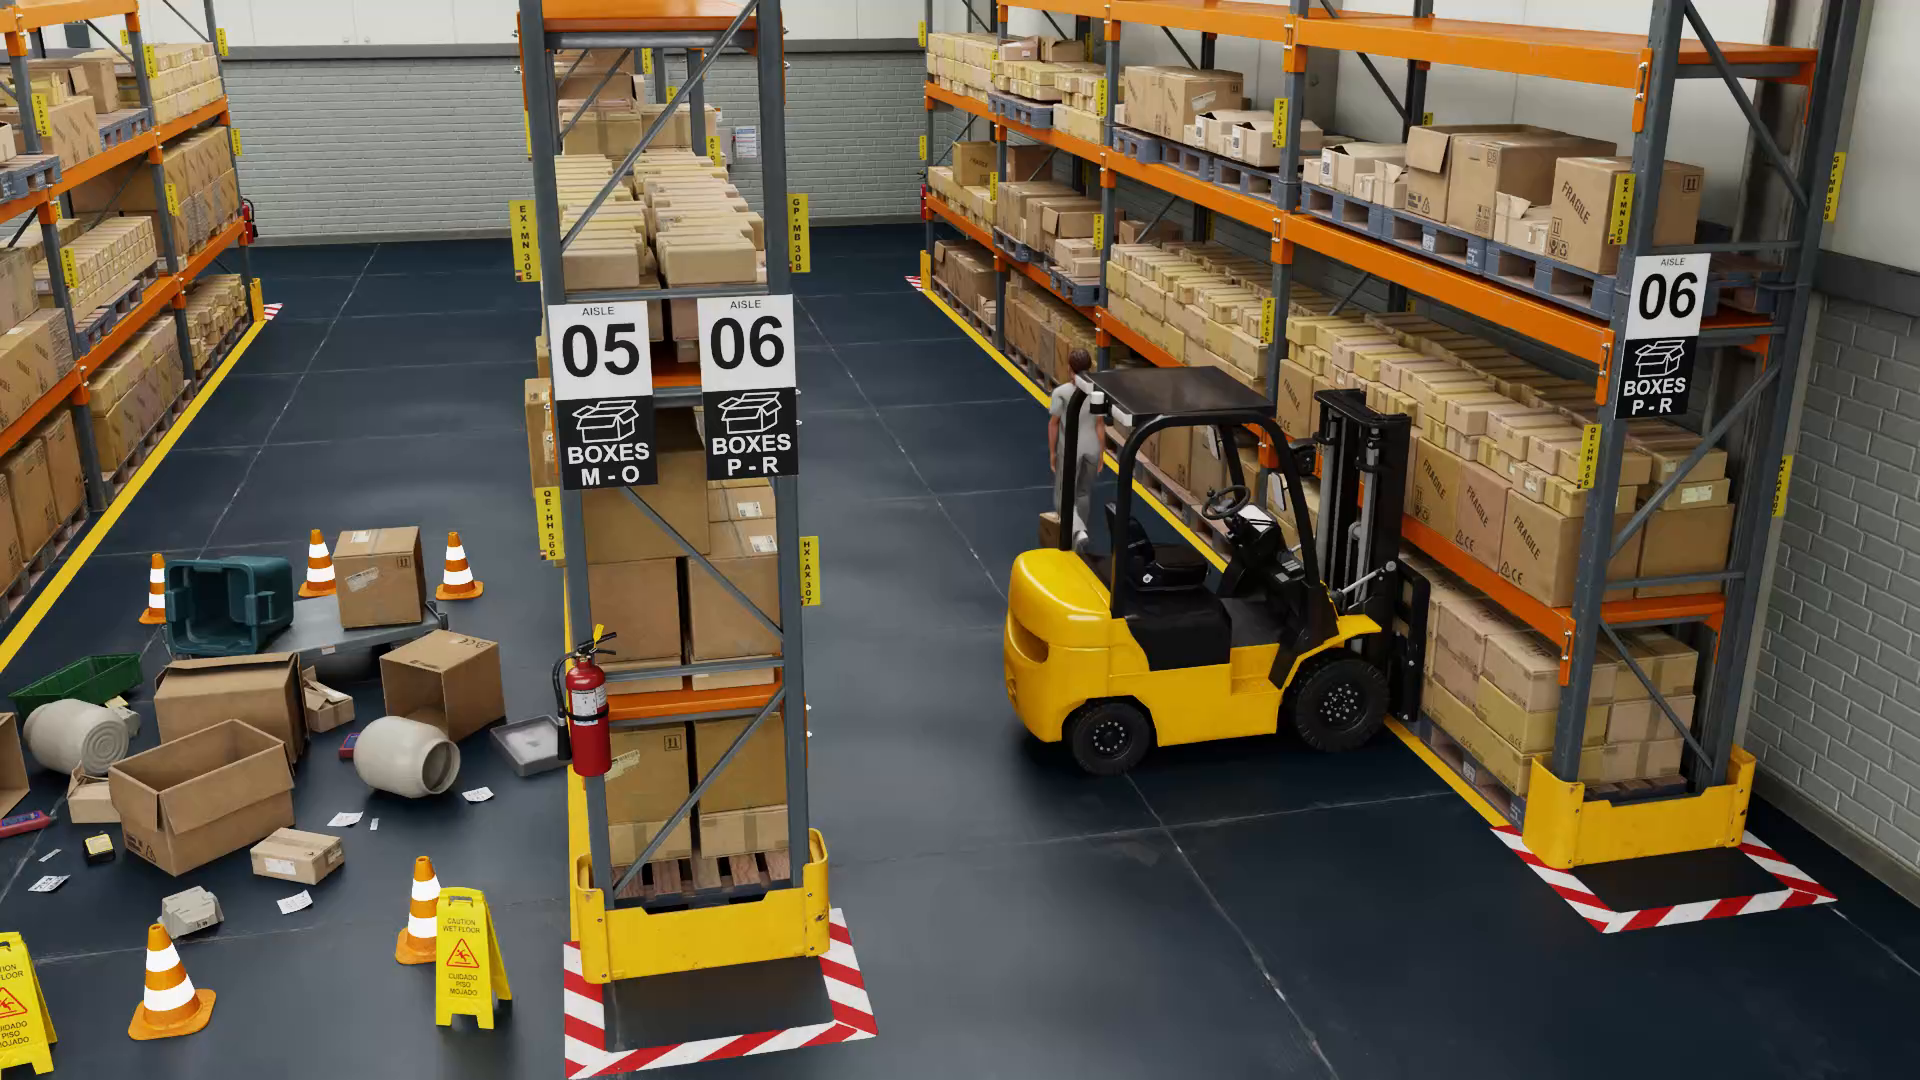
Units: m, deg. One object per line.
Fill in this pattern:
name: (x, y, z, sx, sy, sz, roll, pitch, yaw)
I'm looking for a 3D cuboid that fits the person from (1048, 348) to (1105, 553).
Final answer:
person: (0.918, -0.643, 12.873, 0.449, 1.642, 0.864, -4, 20, -10)
